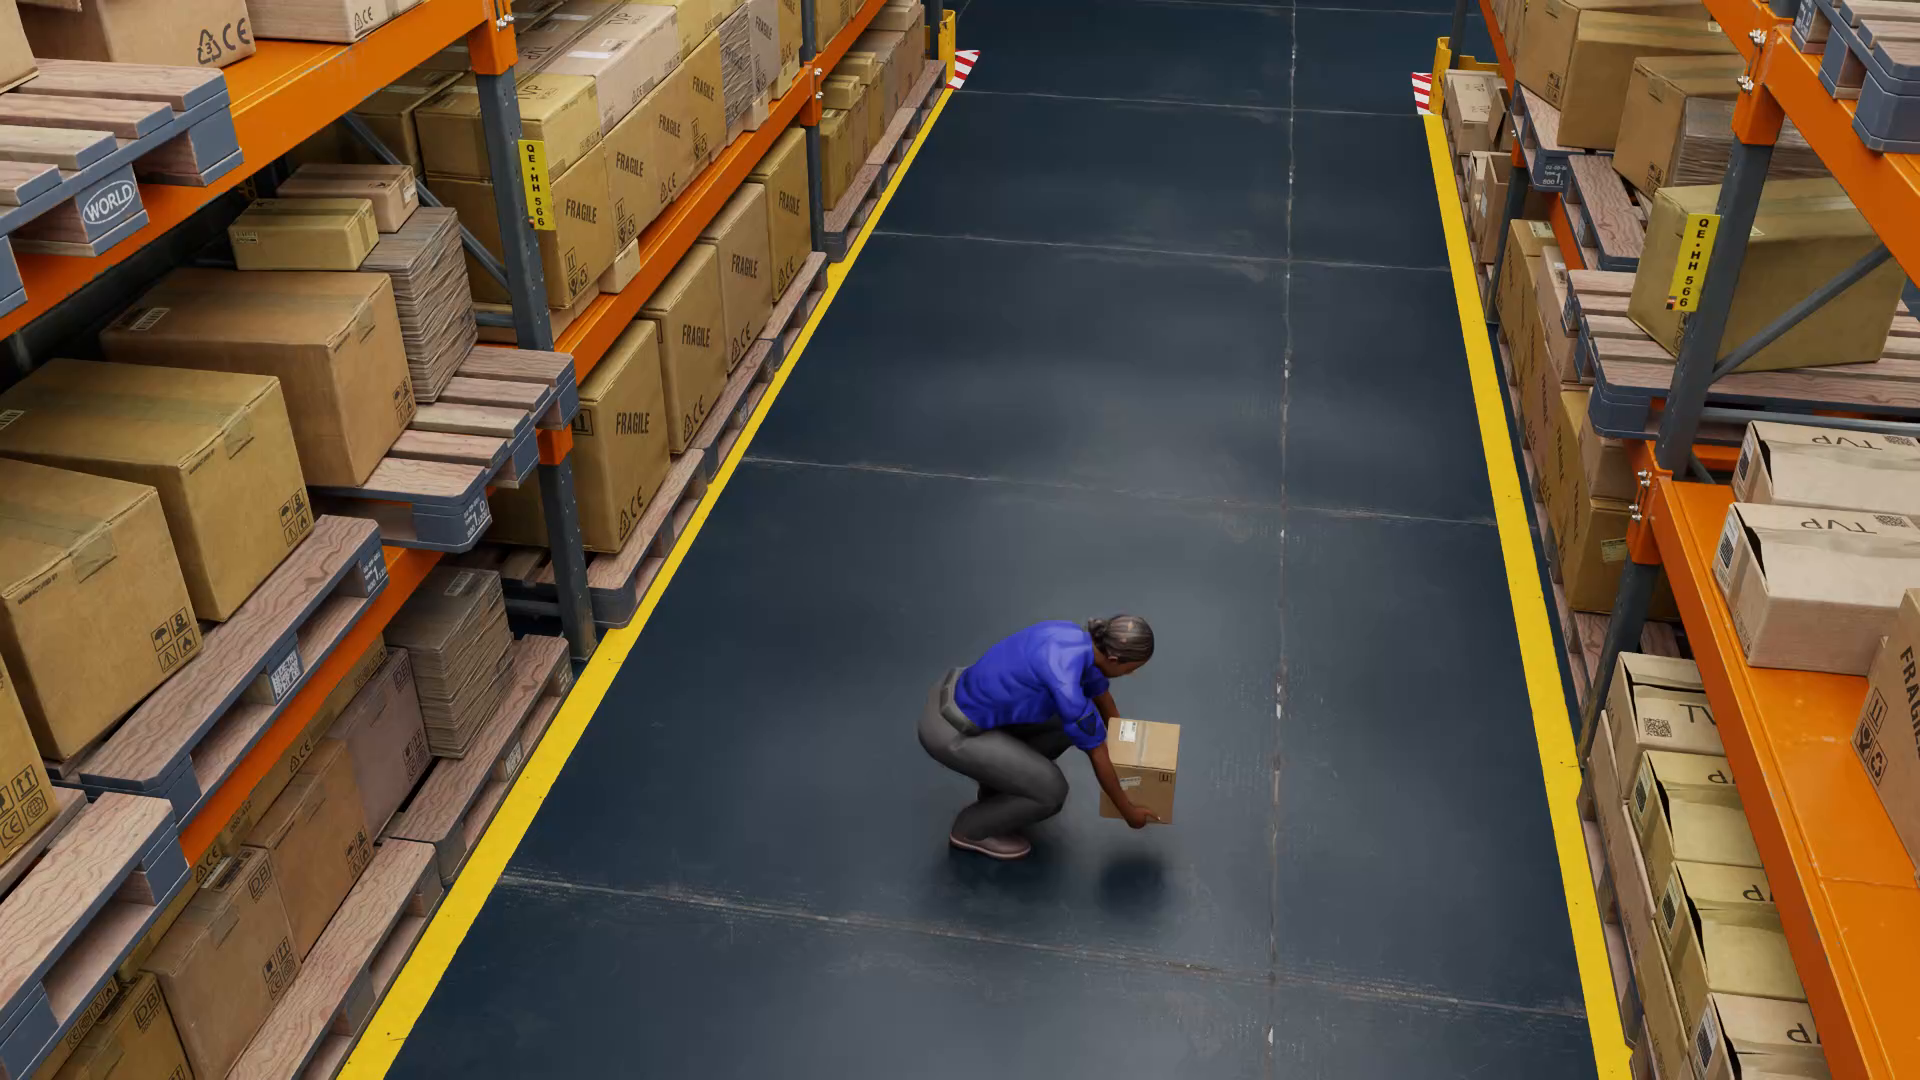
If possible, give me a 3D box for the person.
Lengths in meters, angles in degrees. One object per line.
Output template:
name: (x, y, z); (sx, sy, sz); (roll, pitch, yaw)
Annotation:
person: (0.291, 0.660, 5.794); (0.868, 0.934, 0.452); (4, 33, 7)
